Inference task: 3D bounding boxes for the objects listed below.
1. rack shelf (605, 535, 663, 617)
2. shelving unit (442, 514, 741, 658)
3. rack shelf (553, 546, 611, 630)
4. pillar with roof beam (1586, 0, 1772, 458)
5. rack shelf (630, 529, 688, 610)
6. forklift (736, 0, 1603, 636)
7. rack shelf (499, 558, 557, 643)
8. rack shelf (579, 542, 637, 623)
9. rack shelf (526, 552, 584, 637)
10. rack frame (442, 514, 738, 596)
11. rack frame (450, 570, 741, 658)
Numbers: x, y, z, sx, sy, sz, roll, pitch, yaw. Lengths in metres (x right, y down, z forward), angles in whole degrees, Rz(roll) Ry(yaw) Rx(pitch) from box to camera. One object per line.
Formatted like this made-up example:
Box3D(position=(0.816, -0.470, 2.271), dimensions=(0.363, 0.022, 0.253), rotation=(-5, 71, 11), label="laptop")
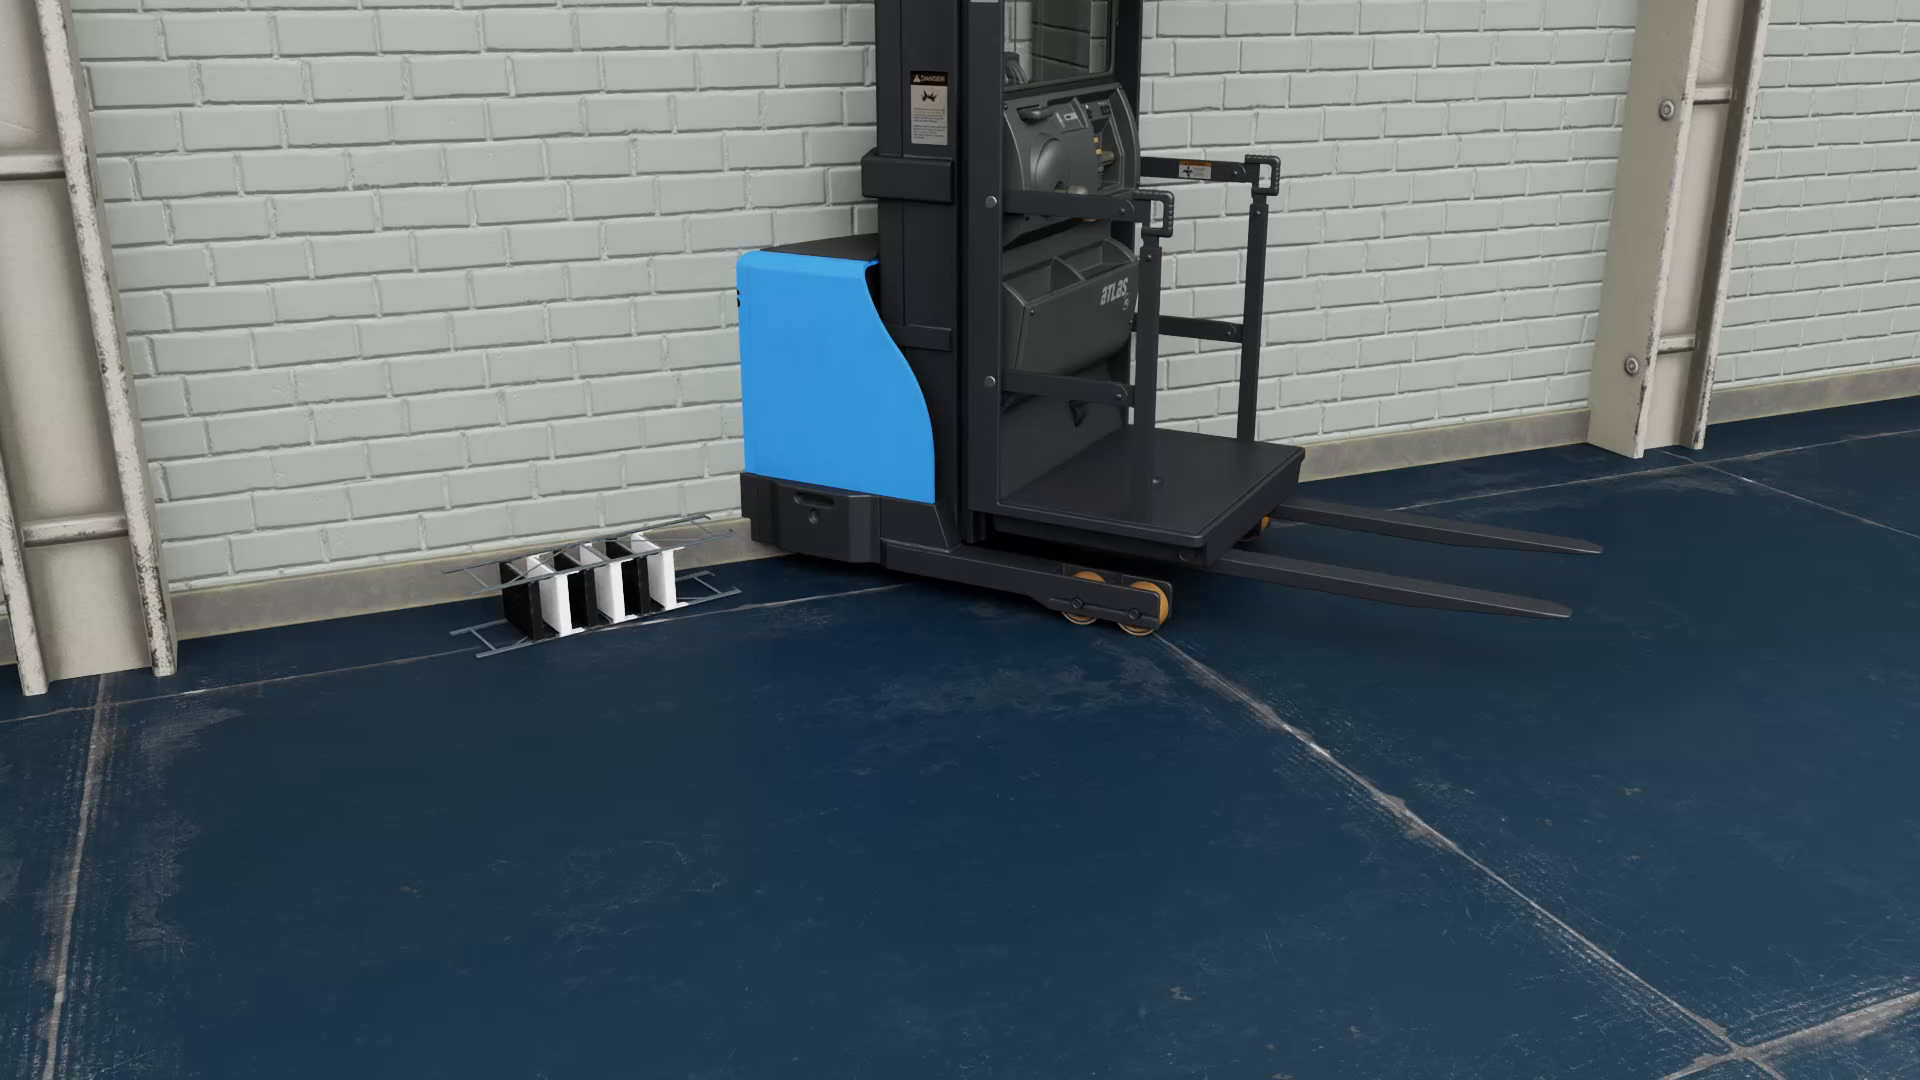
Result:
Box3D(position=(-1.059, 0.110, 5.380), dimensions=(0.077, 0.200, 0.258), rotation=(-14, 24, -33), label="rack shelf")
Box3D(position=(-1.159, 0.135, 5.312), dimensions=(0.900, 0.210, 0.258), rotation=(-14, 24, -33), label="shelving unit")
Box3D(position=(-1.205, 0.146, 5.281), dimensions=(0.077, 0.200, 0.258), rotation=(-14, 24, -33), label="rack shelf")
Box3D(position=(4.660, -3.347, 1.980), dimensions=(0.400, 9.000, 9.100), rotation=(-8, 21, -22), label="pillar with roof beam")
Box3D(position=(-0.987, 0.091, 5.429), dimensions=(0.077, 0.200, 0.258), rotation=(-14, 24, -33), label="rack shelf")
Box3D(position=(0.550, -1.286, 5.260), dimensions=(3.031, 2.935, 1.130), rotation=(10, 22, 26), label="forklift")
Box3D(position=(-1.351, 0.183, 5.181), dimensions=(0.077, 0.200, 0.258), rotation=(-14, 24, -33), label="rack shelf")
Box3D(position=(-1.132, 0.128, 5.330), dimensions=(0.077, 0.200, 0.258), rotation=(-14, 24, -33), label="rack shelf")
Box3D(position=(-1.278, 0.164, 5.231), dimensions=(0.077, 0.200, 0.258), rotation=(-14, 24, -33), label="rack shelf")
Box3D(position=(-1.160, 0.039, 5.278), dimensions=(0.900, 0.006, 0.240), rotation=(-14, 24, -33), label="rack frame")
Box3D(position=(-1.159, 0.230, 5.346), dimensions=(0.900, 0.006, 0.240), rotation=(-14, 24, -33), label="rack frame")
